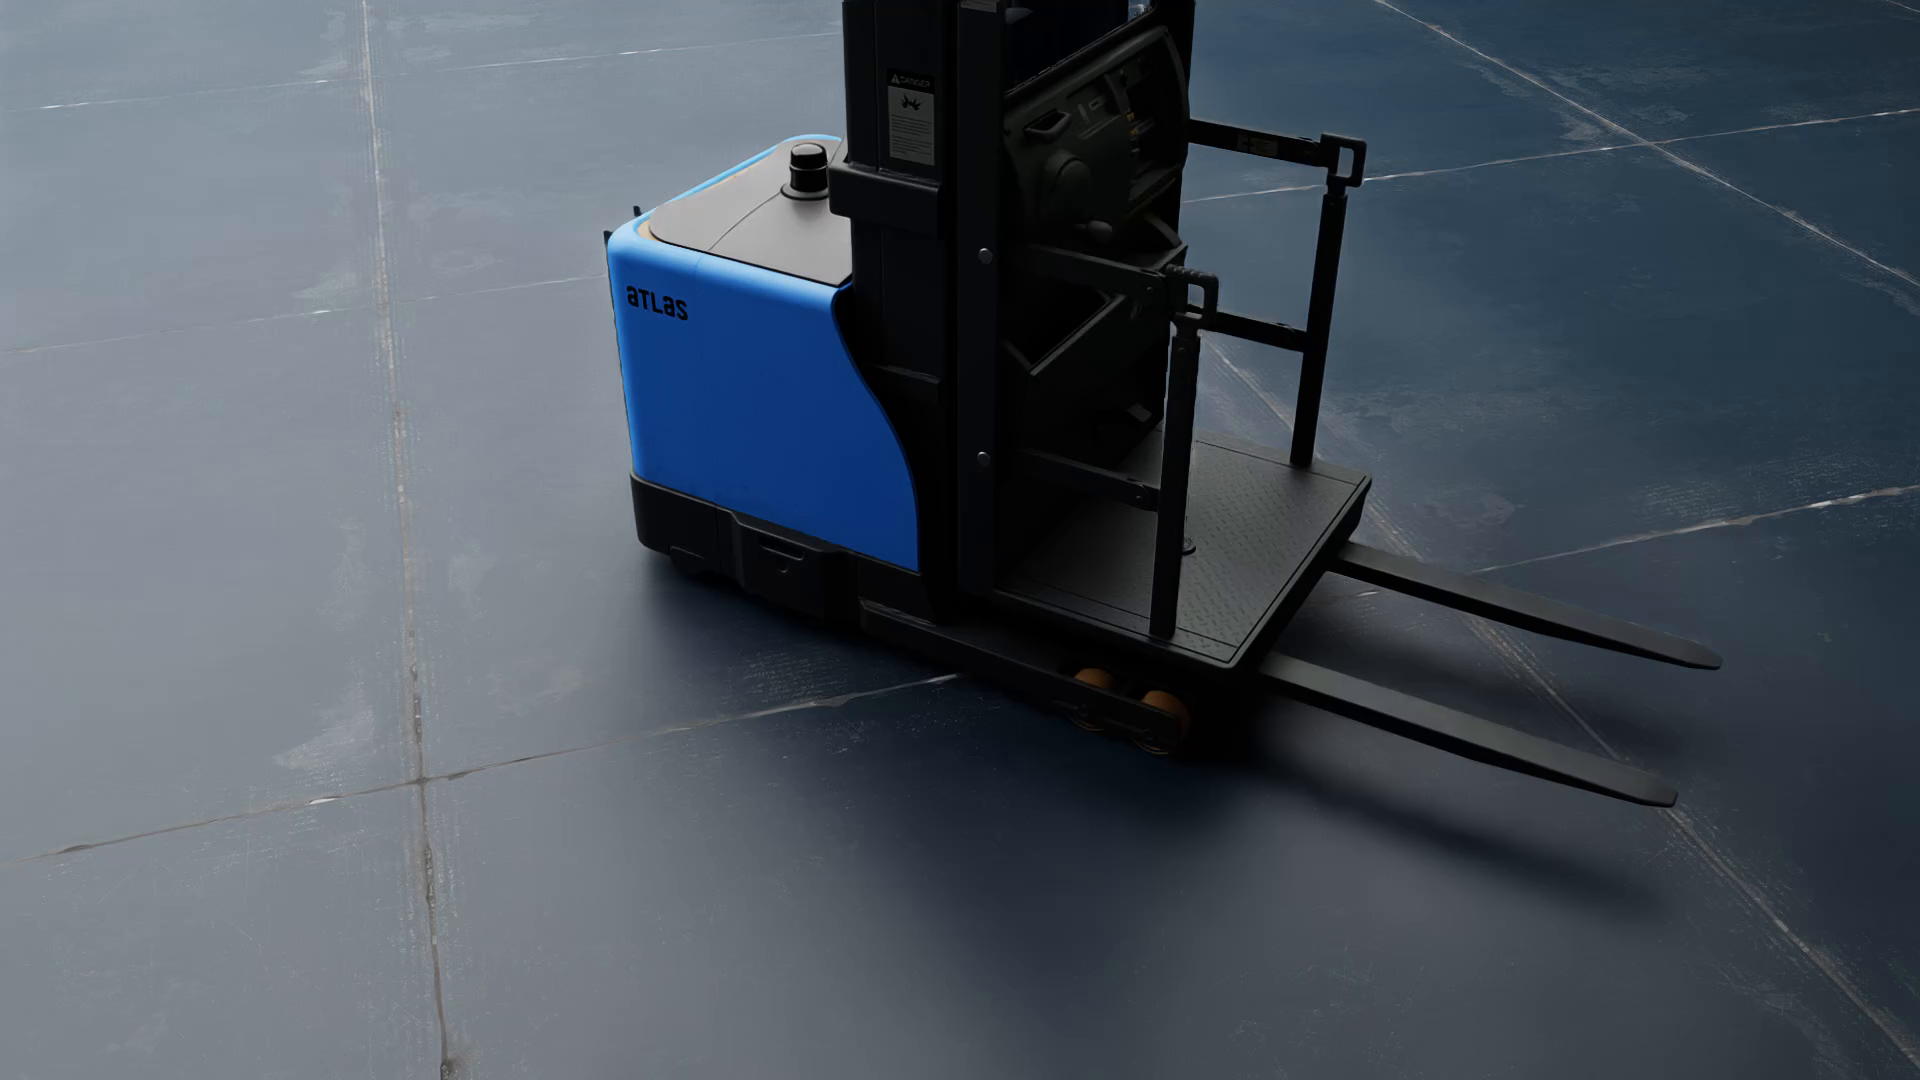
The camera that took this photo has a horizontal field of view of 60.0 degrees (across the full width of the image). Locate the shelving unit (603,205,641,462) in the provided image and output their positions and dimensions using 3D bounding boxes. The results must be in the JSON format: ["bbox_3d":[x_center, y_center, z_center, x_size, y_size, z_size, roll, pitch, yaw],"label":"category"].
[{"bbox_3d":[-0.935,-0.597,5.337,0.258,0.900,0.210,9,35,14],"label":"shelving unit"}]

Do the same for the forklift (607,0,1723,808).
[{"bbox_3d":[0.535,-0.992,4.093,3.031,2.935,1.130,18,37,25],"label":"forklift"}]

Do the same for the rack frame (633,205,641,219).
[{"bbox_3d":[-0.906,-0.651,5.418,0.240,0.900,0.006,9,35,14],"label":"rack frame"}]

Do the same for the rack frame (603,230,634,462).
[{"bbox_3d":[-0.965,-0.543,5.255,0.240,0.900,0.006,9,35,14],"label":"rack frame"}]

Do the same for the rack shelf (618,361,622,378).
[{"bbox_3d":[-0.935,-0.569,5.355,0.258,0.077,0.200,9,35,14],"label":"rack shelf"}]

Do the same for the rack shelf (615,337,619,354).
[{"bbox_3d":[-0.936,-0.644,5.305,0.258,0.077,0.200,9,35,14],"label":"rack shelf"}]

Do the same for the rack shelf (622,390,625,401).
[{"bbox_3d":[-0.935,-0.494,5.404,0.258,0.077,0.200,9,35,14],"label":"rack shelf"}]

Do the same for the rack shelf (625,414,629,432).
[{"bbox_3d":[-0.935,-0.419,5.454,0.258,0.077,0.200,9,35,14],"label":"rack shelf"}]

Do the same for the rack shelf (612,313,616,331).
[{"bbox_3d":[-0.936,-0.720,5.256,0.258,0.077,0.200,9,35,14],"label":"rack shelf"}]

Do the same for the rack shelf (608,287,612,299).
[{"bbox_3d":[-0.936,-0.795,5.206,0.258,0.077,0.200,9,35,14],"label":"rack shelf"}]
